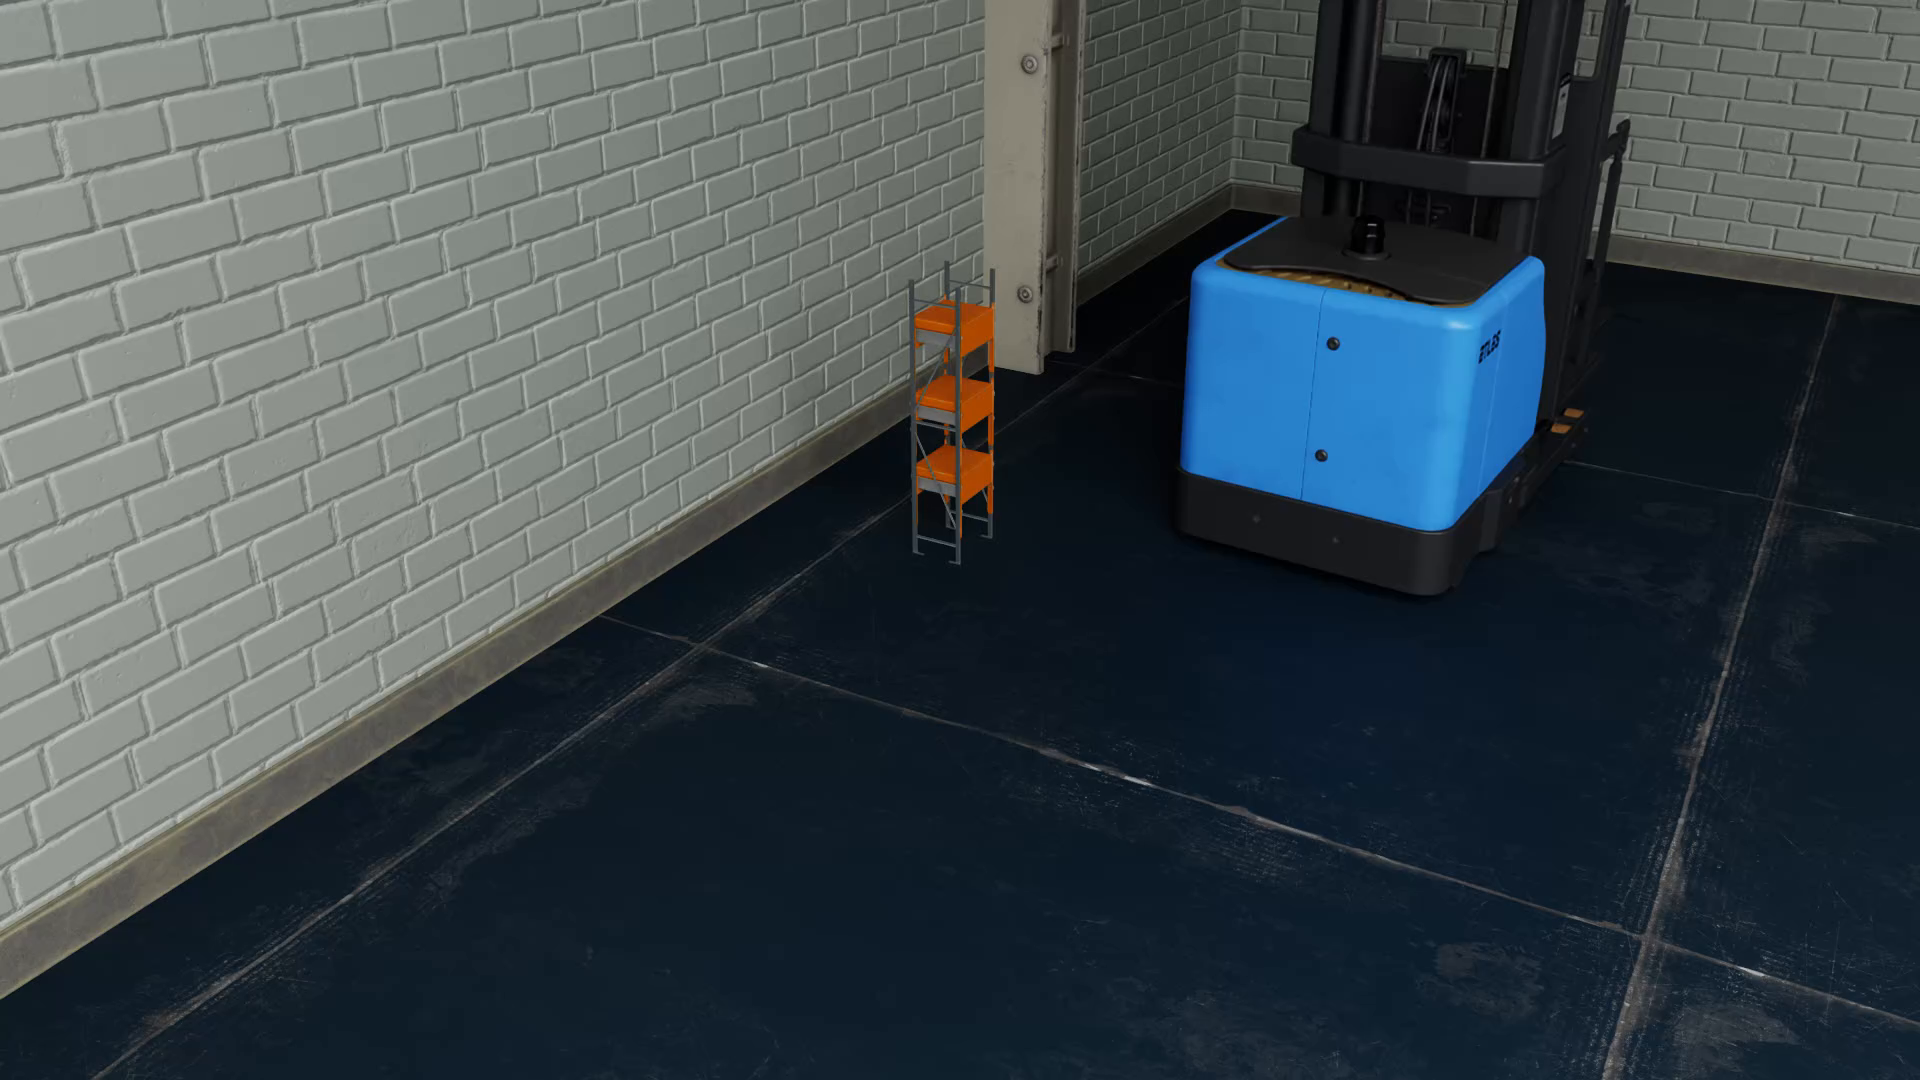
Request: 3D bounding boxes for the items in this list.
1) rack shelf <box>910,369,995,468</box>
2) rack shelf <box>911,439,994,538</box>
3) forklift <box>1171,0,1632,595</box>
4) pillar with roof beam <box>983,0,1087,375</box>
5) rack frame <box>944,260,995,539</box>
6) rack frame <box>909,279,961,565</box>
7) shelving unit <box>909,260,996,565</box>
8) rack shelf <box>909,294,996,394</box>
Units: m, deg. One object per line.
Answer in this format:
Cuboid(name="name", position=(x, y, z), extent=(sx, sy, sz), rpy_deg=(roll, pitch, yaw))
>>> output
Cuboid(name="rack shelf", position=(-0.026, -0.439, 5.978), extent=(0.215, 0.259, 0.240), rpy_deg=(14, 30, 26))
Cuboid(name="rack shelf", position=(-0.026, -0.191, 6.102), extent=(0.215, 0.259, 0.240), rpy_deg=(14, 30, 26))
Cuboid(name="forklift", position=(2.015, -1.733, 6.437), extent=(1.130, 2.935, 3.031), rpy_deg=(16, 31, 29))
Cuboid(name="pillar with roof beam", position=(4.081, -3.961, 4.110), extent=(9.100, 9.000, 0.400), rpy_deg=(14, 30, 26))
Cuboid(name="rack frame", position=(0.034, -0.496, 6.068), extent=(0.200, 1.050, 0.008), rpy_deg=(14, 30, 26))
Cuboid(name="rack frame", position=(-0.086, -0.401, 5.878), extent=(0.200, 1.050, 0.008), rpy_deg=(14, 30, 26))
Cuboid(name="shelving unit", position=(-0.026, -0.449, 5.973), extent=(0.215, 1.050, 0.252), rpy_deg=(14, 30, 26))
Cuboid(name="rack shelf", position=(-0.026, -0.693, 5.851), extent=(0.215, 0.259, 0.240), rpy_deg=(14, 30, 26))
